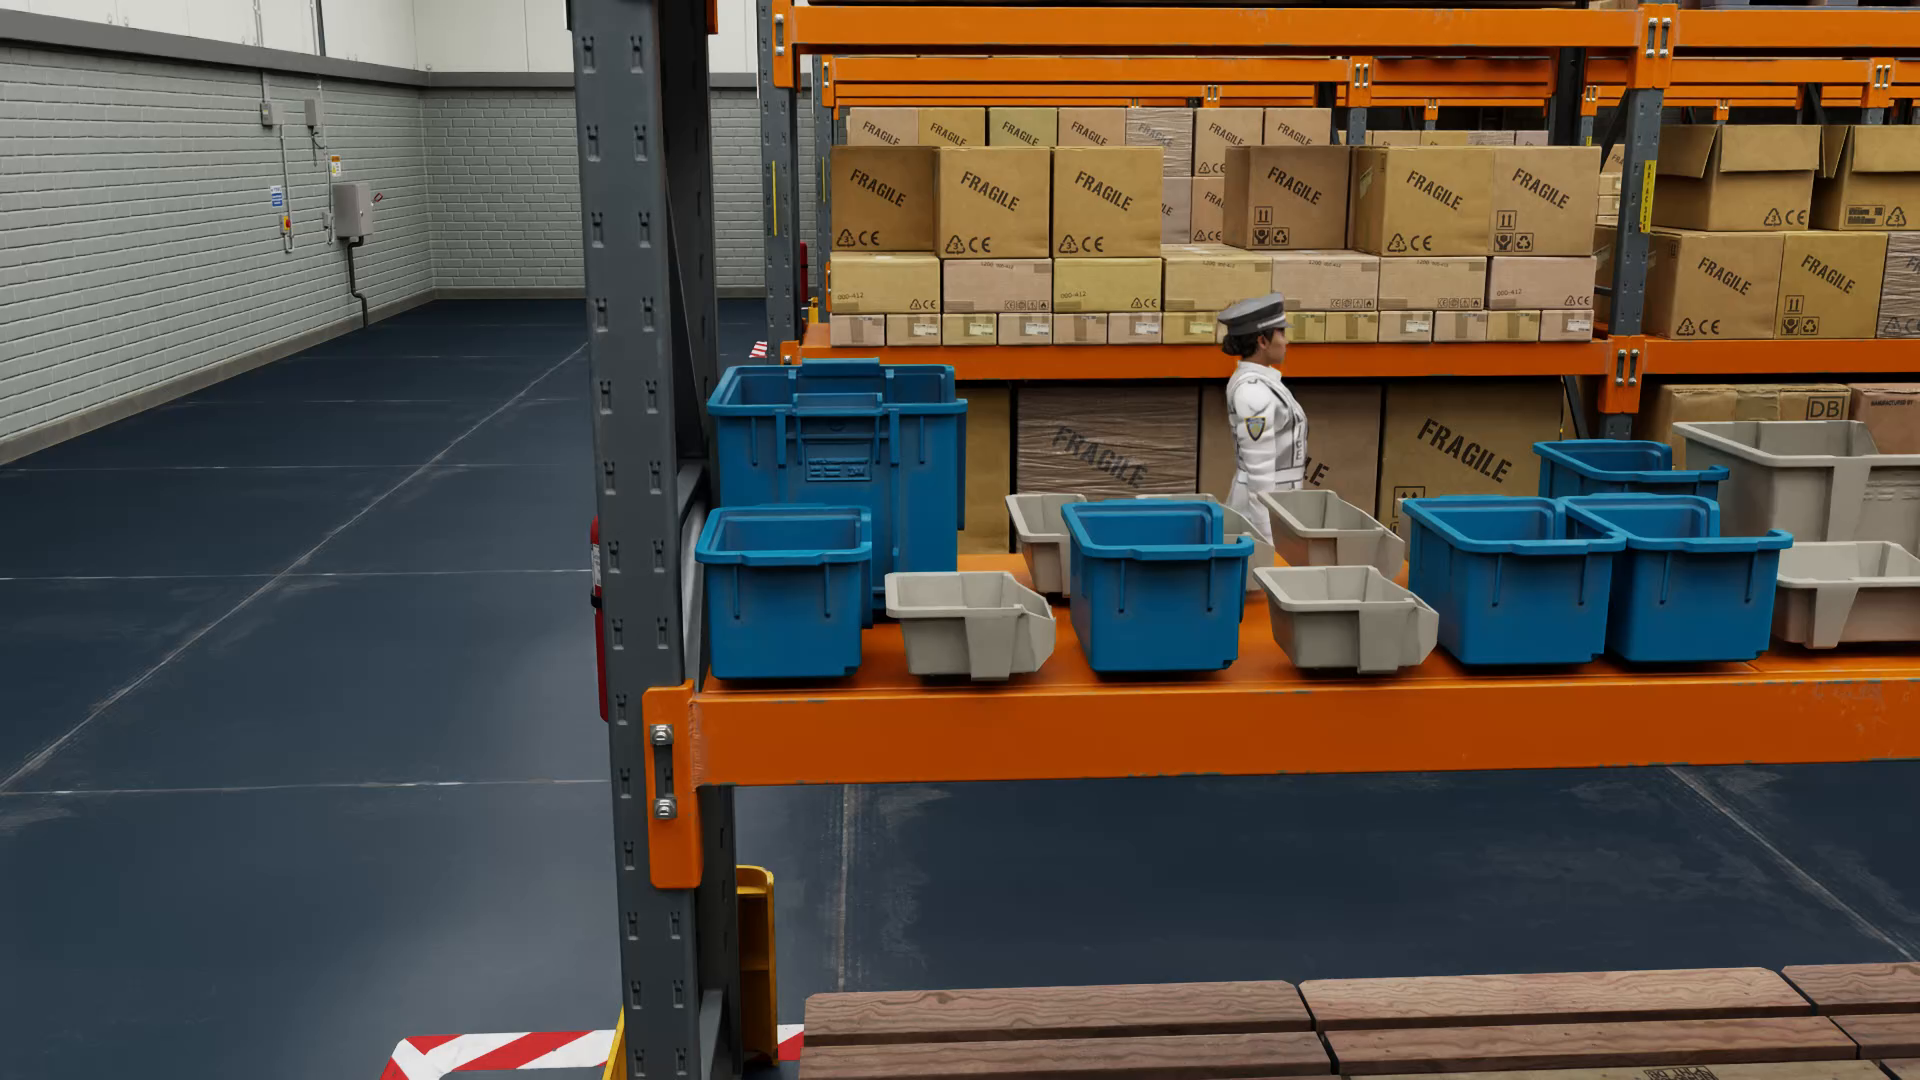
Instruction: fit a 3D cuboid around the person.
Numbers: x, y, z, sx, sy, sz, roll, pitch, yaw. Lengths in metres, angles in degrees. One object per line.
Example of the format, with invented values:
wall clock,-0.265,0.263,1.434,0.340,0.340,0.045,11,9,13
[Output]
person,1.175,-0.063,6.118,0.572,1.685,0.533,2,14,8
